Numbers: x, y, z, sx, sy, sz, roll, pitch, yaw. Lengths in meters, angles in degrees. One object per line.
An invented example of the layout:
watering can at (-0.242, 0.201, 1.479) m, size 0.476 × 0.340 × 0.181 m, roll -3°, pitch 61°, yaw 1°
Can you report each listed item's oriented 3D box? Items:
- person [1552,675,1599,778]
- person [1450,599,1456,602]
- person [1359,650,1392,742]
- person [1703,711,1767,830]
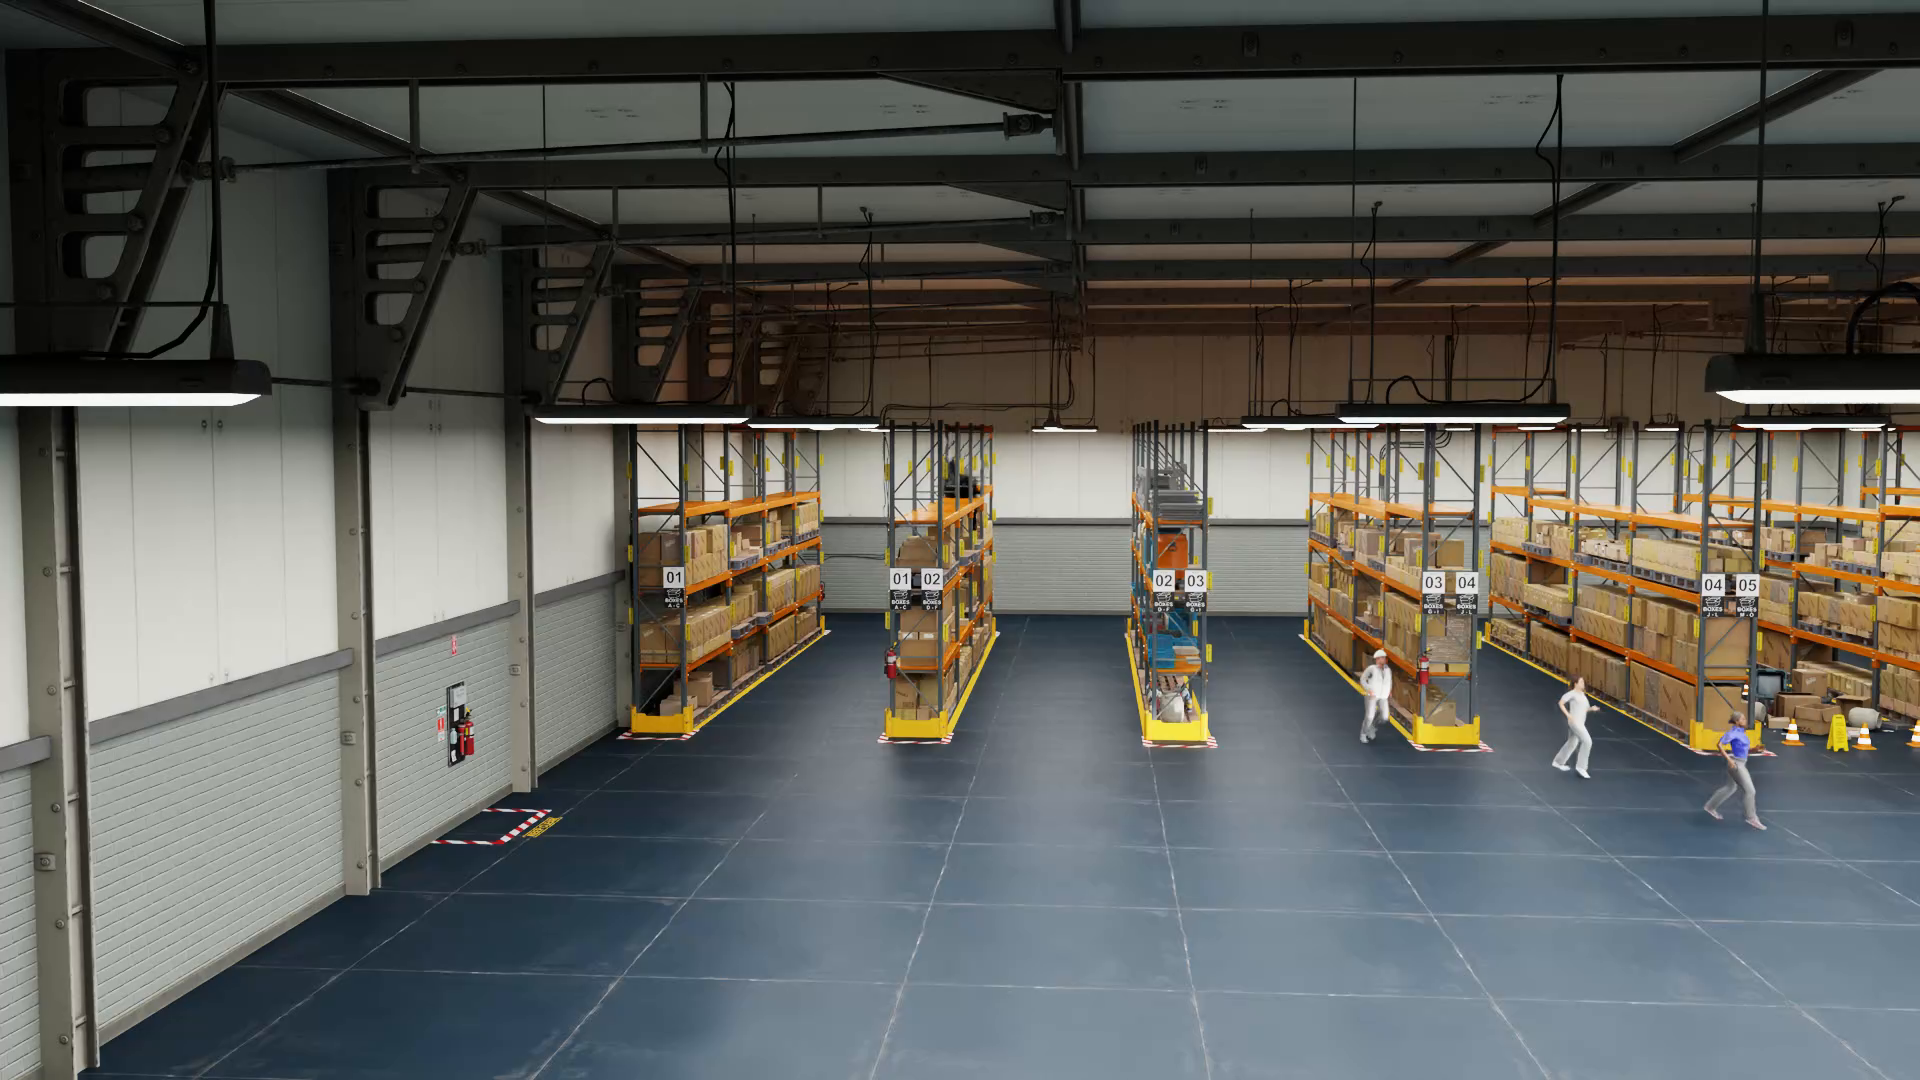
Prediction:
person at (10.346, 3.124, 27.954) m, size 0.755 × 1.724 × 0.545 m, roll 3°, pitch 4°, yaw 36°
person at (13.402, 1.997, 45.794) m, size 0.621 × 1.636 × 0.620 m, roll 1°, pitch 4°, yaw 14°
person at (7.797, 2.908, 30.941) m, size 0.713 × 1.718 × 0.544 m, roll -1°, pitch 4°, yaw -12°
person at (11.347, 3.342, 24.283) m, size 0.839 × 1.687 × 0.545 m, roll 2°, pitch 4°, yaw 29°
